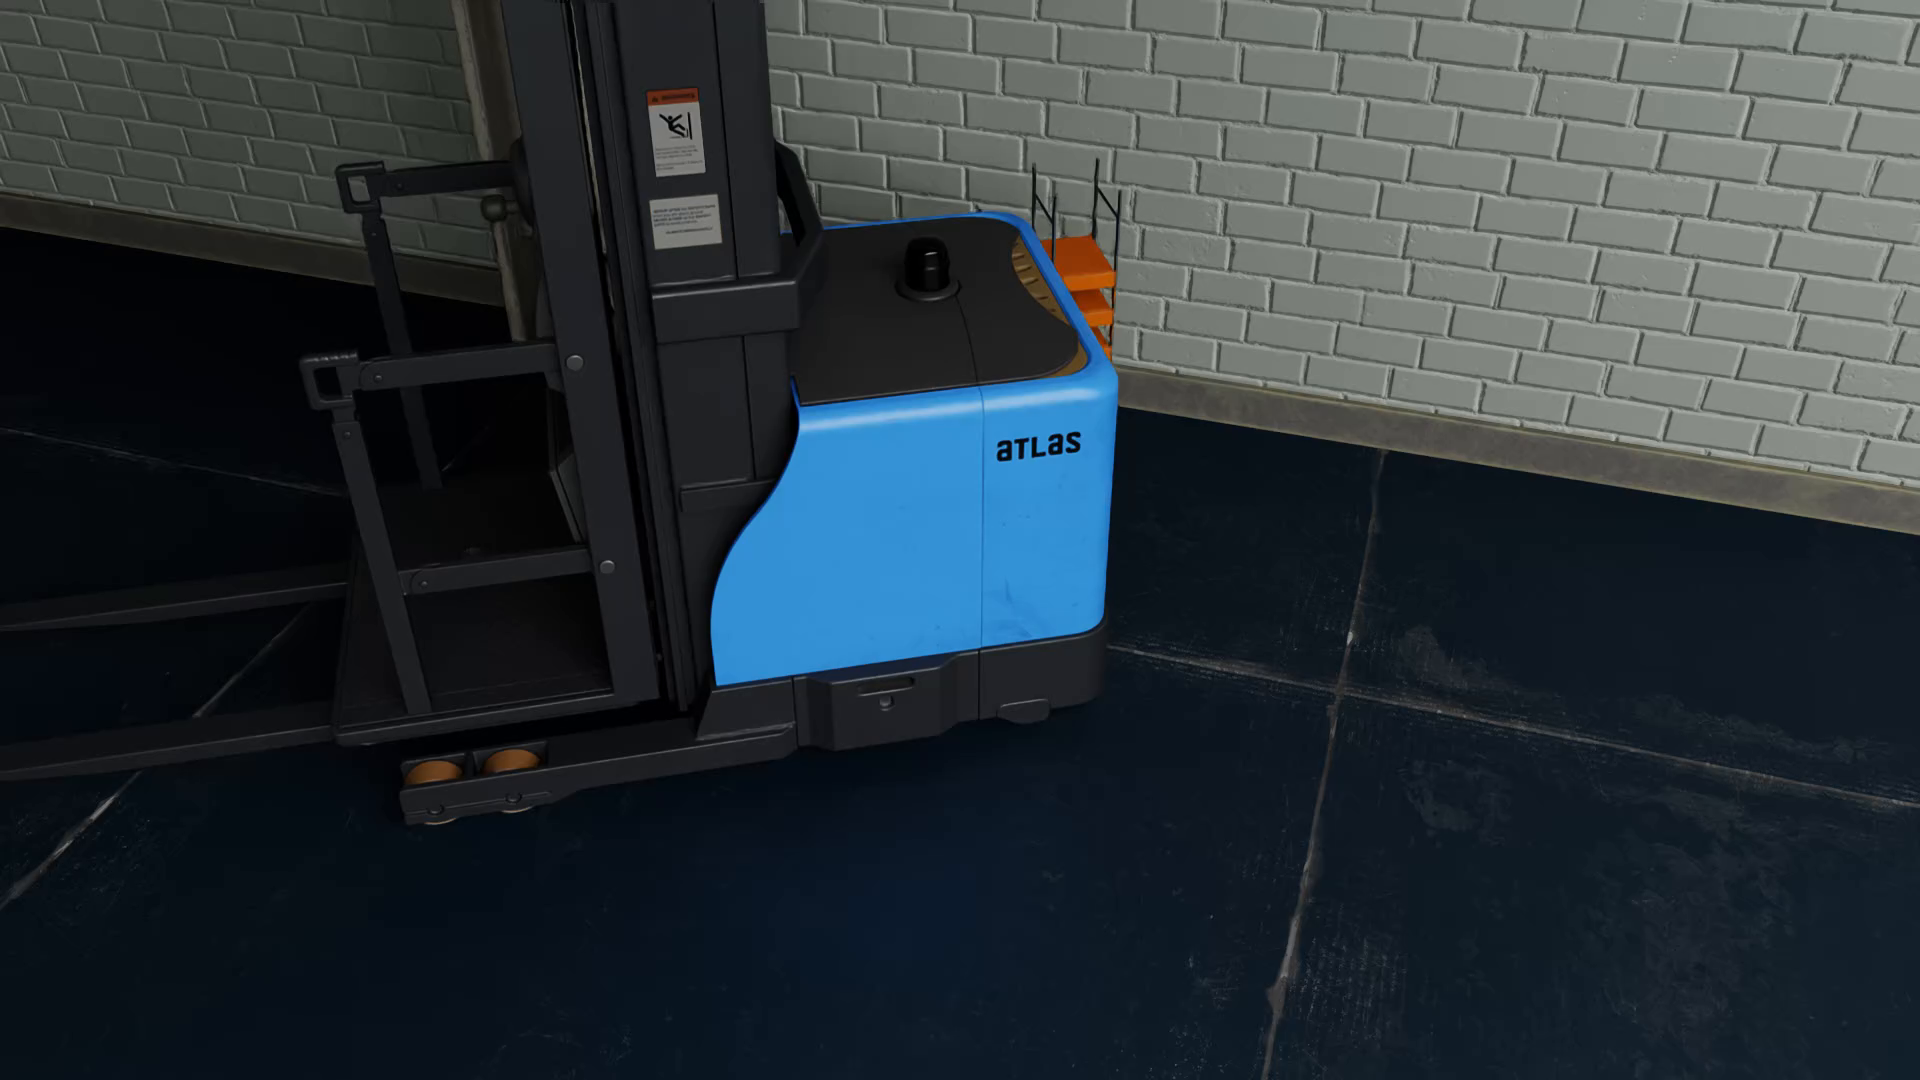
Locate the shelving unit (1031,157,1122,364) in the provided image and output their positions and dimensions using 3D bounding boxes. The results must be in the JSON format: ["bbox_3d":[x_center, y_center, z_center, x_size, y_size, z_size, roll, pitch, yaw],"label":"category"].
[{"bbox_3d":[0.322,-0.516,4.939,0.189,1.200,0.258,-8,37,-10],"label":"shelving unit"}]

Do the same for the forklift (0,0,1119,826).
[{"bbox_3d":[-1.173,-0.796,3.858,3.031,2.935,1.130,-8,37,-10],"label":"forklift"}]

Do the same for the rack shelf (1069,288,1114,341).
[{"bbox_3d":[0.322,-0.673,4.823,0.180,0.103,0.258,-8,37,-10],"label":"rack shelf"}]

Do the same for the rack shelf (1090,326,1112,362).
[{"bbox_3d":[0.322,-0.577,4.894,0.180,0.103,0.258,-8,37,-10],"label":"rack shelf"}]

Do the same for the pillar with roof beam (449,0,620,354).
[{"bbox_3d":[-2.728,-1.961,0.323,0.400,9.000,9.100,10,38,14],"label":"pillar with roof beam"}]

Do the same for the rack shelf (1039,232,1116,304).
[{"bbox_3d":[0.322,-0.770,4.752,0.180,0.103,0.258,-8,37,-10],"label":"rack shelf"}]

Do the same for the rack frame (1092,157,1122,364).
[{"bbox_3d":[0.412,-0.528,4.955,0.006,1.200,0.240,-8,37,-10],"label":"rack frame"}]

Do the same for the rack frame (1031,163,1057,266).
[{"bbox_3d":[0.233,-0.504,4.923,0.006,1.200,0.240,-8,37,-10],"label":"rack frame"}]
